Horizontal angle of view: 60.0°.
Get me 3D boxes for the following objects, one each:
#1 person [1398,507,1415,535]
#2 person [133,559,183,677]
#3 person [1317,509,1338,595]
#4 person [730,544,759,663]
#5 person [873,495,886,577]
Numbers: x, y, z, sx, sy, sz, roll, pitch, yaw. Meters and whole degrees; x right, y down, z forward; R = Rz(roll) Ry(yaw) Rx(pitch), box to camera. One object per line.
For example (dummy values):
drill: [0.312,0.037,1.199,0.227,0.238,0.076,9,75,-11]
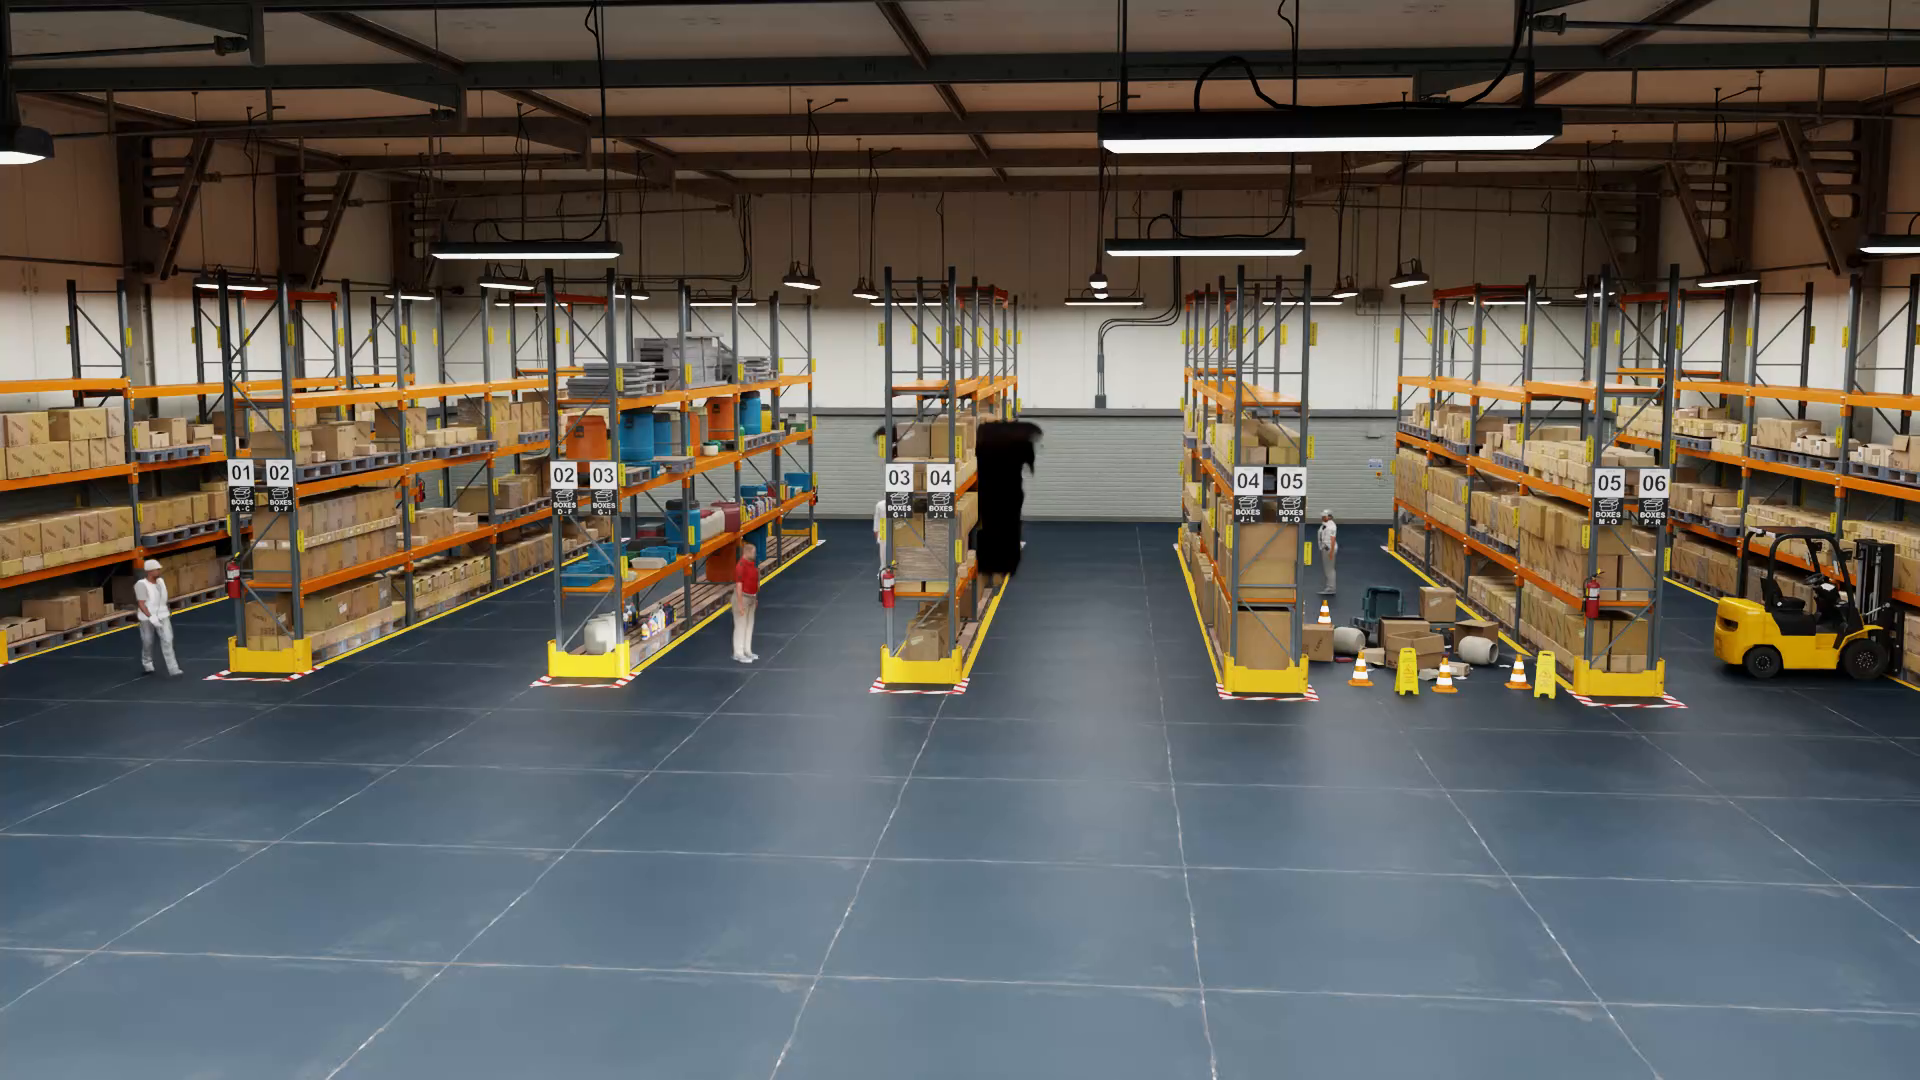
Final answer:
person: [10.930,-0.771,40.395,0.866,1.728,0.596,0,7,1]
person: [-11.875,1.150,24.495,1.106,1.721,0.487,7,10,44]
person: [7.205,0.221,32.612,0.408,1.667,0.536,2,7,14]
person: [-3.148,0.910,24.346,0.394,1.738,0.576,2,7,17]
person: [-1.416,-0.155,33.007,0.654,1.729,1.103,1,7,4]
